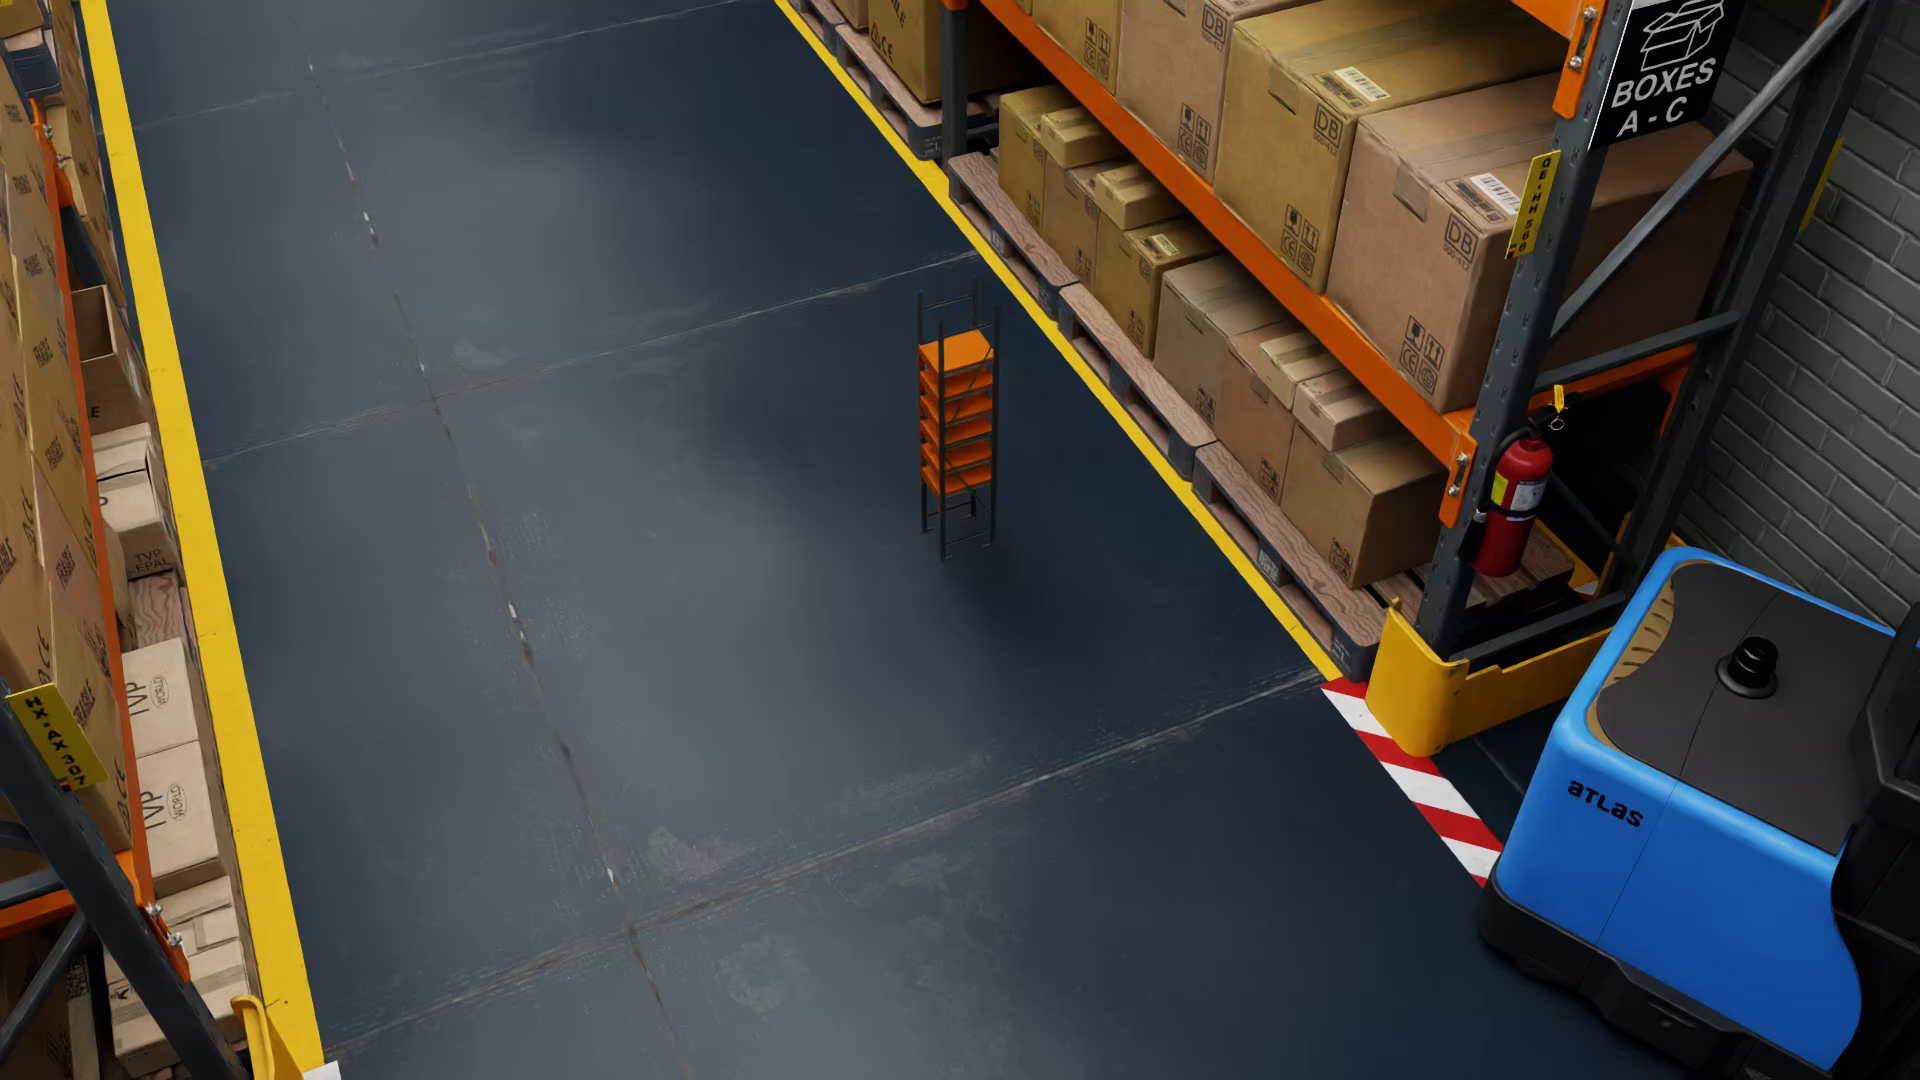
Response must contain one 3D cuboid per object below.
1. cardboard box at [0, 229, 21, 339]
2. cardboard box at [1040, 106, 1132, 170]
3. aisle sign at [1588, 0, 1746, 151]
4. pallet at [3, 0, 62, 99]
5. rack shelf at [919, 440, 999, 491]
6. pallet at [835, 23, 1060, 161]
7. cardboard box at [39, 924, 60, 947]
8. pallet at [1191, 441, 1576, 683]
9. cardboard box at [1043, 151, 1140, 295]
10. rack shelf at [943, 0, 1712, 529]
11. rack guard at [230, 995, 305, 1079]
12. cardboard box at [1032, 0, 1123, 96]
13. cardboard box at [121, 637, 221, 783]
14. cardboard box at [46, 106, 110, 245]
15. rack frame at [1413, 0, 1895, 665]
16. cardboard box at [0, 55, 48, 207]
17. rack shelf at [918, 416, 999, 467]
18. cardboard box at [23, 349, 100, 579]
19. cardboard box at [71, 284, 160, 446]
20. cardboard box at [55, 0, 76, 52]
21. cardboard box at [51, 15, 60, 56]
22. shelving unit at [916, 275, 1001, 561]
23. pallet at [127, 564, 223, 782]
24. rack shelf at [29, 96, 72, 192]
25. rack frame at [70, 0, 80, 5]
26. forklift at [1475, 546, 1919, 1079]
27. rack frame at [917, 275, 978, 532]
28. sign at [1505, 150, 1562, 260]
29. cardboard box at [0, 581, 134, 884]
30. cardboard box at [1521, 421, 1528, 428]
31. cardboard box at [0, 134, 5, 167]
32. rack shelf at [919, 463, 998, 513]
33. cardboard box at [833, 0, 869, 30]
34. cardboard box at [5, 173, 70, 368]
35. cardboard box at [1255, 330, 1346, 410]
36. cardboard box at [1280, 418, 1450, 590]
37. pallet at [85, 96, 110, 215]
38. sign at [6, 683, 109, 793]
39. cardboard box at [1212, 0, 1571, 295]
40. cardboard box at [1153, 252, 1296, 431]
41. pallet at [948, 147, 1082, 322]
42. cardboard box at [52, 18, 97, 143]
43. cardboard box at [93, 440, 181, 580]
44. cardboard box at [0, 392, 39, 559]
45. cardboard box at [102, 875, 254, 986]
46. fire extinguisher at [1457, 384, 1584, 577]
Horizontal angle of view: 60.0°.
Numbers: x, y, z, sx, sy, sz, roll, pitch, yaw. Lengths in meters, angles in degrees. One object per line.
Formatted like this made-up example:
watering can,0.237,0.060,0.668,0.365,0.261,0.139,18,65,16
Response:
cardboard box,-3.020,-0.830,4.673,0.500,0.500,0.500,-18,48,-18
cardboard box,0.585,-1.829,7.487,0.380,0.149,0.250,-17,47,-16
aisle sign,1.825,-1.360,4.141,0.394,0.787,0.004,-18,47,-17
pallet,-4.345,-2.126,6.905,1.003,0.211,1.213,-18,47,-17
rack shelf,-0.006,-0.319,6.453,0.258,0.103,0.180,-18,47,-17
pallet,-0.008,-2.595,9.229,1.003,0.211,1.213,-18,47,-17
cardboard box,-2.967,1.190,5.112,0.380,0.166,0.250,-18,47,-17
pallet,1.660,-0.062,6.663,1.003,0.211,1.213,-18,47,-17
cardboard box,0.815,-1.549,7.665,0.700,0.500,0.500,-18,48,-18
rack shelf,1.226,-1.587,6.735,1.077,0.370,4.000,-18,47,-17
rack guard,-2.458,1.738,4.633,1.175,0.500,0.348,-18,47,-17
cardboard box,0.901,-2.407,6.840,0.980,0.700,0.700,-19,48,-18
cardboard box,-2.817,0.651,5.599,0.500,0.250,0.500,-18,47,-17
cardboard box,-4.324,-1.636,7.739,0.500,0.500,0.500,-17,47,-17
rack frame,2.067,-0.569,5.191,1.000,3.000,0.127,-18,47,-17
cardboard box,-3.665,-1.445,6.008,0.500,0.500,0.500,-17,47,-17
rack shelf,-0.006,-0.405,6.369,0.258,0.103,0.180,-18,47,-17
cardboard box,-2.803,-0.148,4.693,0.500,0.500,0.500,-18,47,-18
cardboard box,-3.611,-0.640,6.729,0.500,0.500,0.500,-18,47,-17
cardboard box,-5.183,-2.942,9.062,0.500,0.500,0.500,-16,47,-16
cardboard box,-4.722,-2.523,8.104,0.500,0.250,0.500,-19,48,-18
shelving unit,-0.006,-0.436,6.338,0.258,1.200,0.189,-18,47,-17
pallet,-3.303,0.557,6.036,1.003,0.211,1.213,-18,47,-17
rack shelf,-4.949,-2.671,7.833,1.077,0.370,4.000,-18,47,-17
rack frame,-5.790,-4.201,8.872,1.000,3.000,0.127,-18,47,-17
forklift,3.155,0.604,4.051,3.031,2.935,1.130,28,51,25
rack frame,-0.045,-0.495,6.397,0.240,1.200,0.006,-18,47,-17
sign,1.569,-0.914,4.547,0.100,0.325,0.005,-18,47,-17
cardboard box,-2.373,0.500,4.036,0.500,0.500,0.500,-17,47,-17
cardboard box,1.916,-0.455,6.095,0.380,0.149,0.250,-18,47,-17
cardboard box,-3.442,-1.472,5.324,0.500,0.500,0.500,-19,48,-18
rack shelf,-0.006,-0.234,6.538,0.258,0.103,0.180,-18,47,-17
cardboard box,-0.382,-3.443,9.336,0.750,0.750,0.750,-17,47,-16
cardboard box,-3.229,-0.790,5.344,0.500,0.500,0.500,-17,47,-17
cardboard box,1.355,-0.666,6.309,0.380,0.149,0.250,-17,47,-16
cardboard box,1.682,-0.245,6.343,0.700,0.500,0.500,-18,47,-17
pallet,-5.001,-1.945,8.571,1.003,0.211,1.213,-18,47,-17
sign,-1.933,0.428,3.564,0.100,0.325,0.005,-18,47,-17
cardboard box,1.528,-1.458,5.878,0.980,0.700,0.700,-18,48,-18
cardboard box,1.260,-0.884,6.991,0.700,0.500,0.500,-19,48,-19
pallet,0.634,-1.617,8.239,1.003,0.211,1.213,-18,47,-17
cardboard box,-4.740,-2.279,8.391,0.500,0.500,0.500,-20,48,-19
cardboard box,-3.295,-0.095,6.311,0.500,0.311,0.500,-18,47,-17
cardboard box,-2.600,-0.186,4.020,0.500,0.500,0.500,-18,47,-17
cardboard box,-2.395,1.221,5.081,0.380,0.166,0.250,-18,47,-17
fire extinguisher,1.712,-0.176,5.113,0.296,0.674,0.183,-18,47,-17
